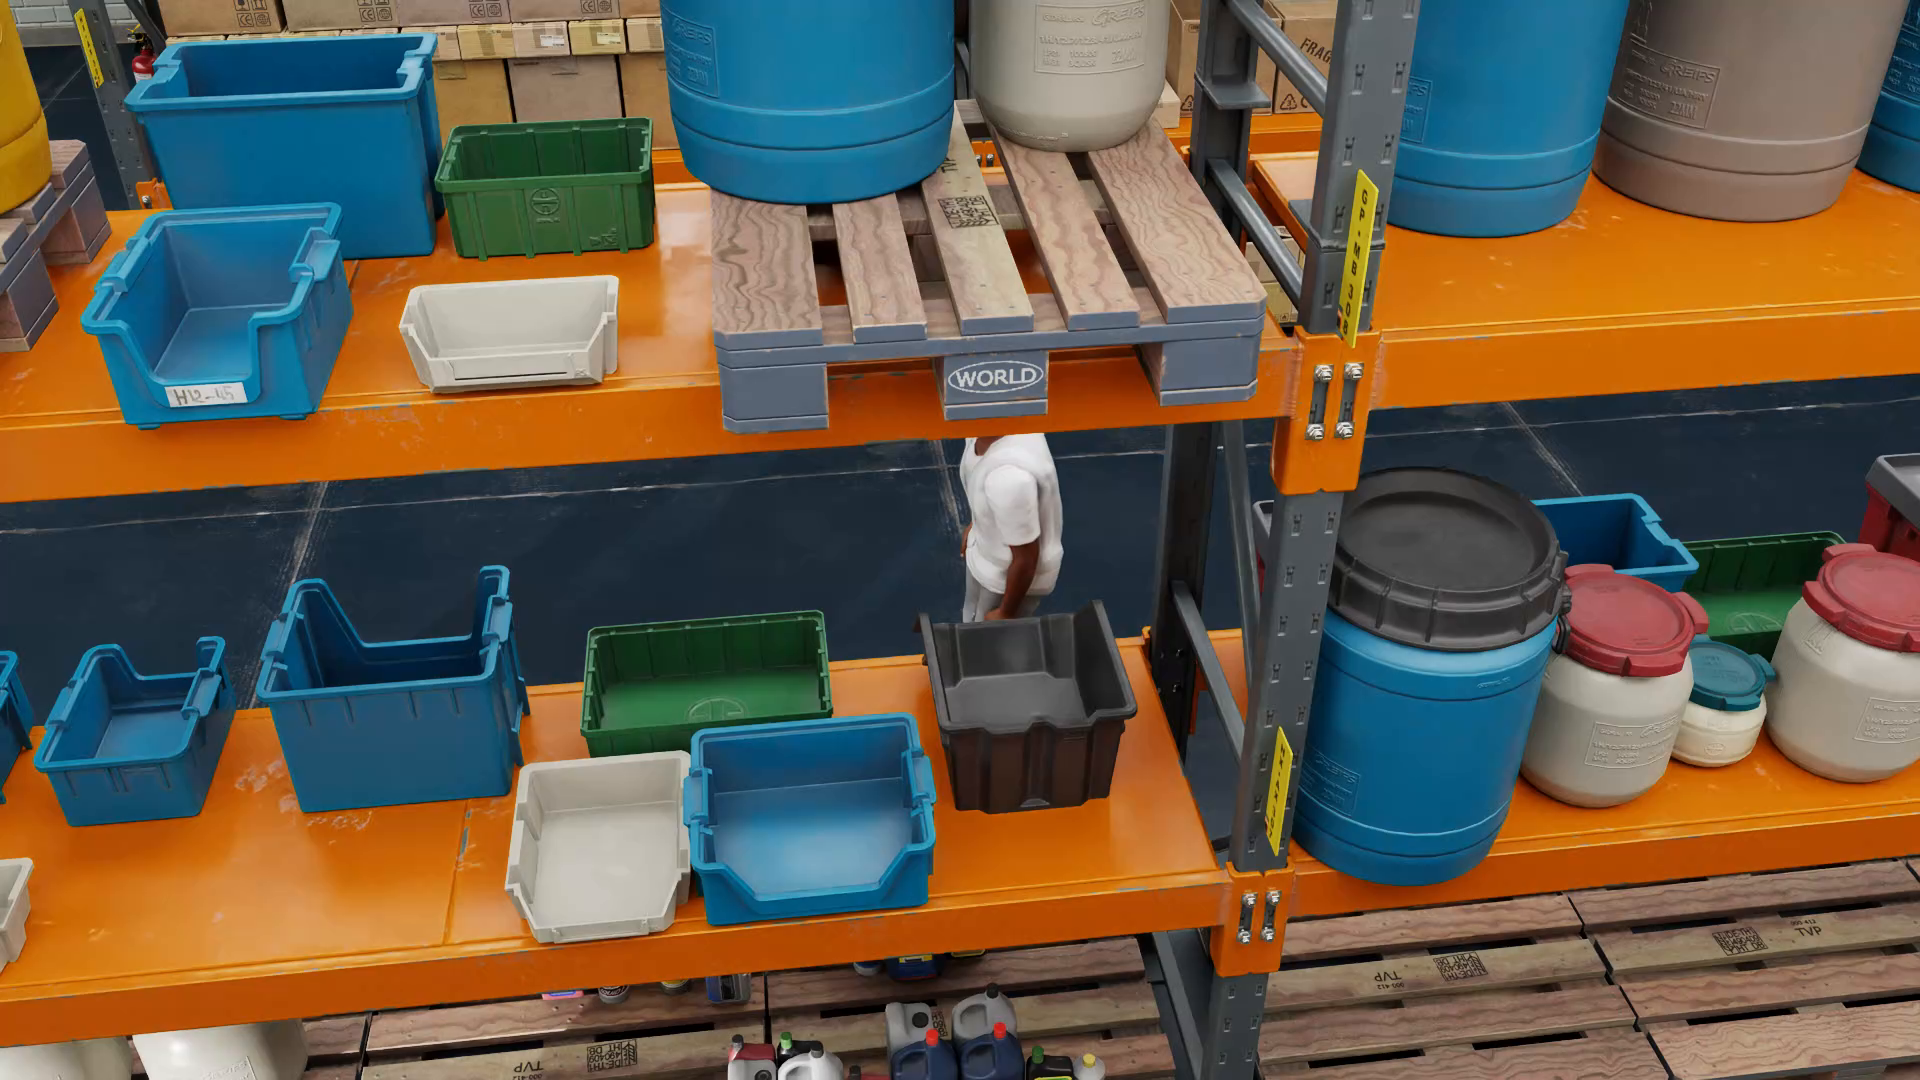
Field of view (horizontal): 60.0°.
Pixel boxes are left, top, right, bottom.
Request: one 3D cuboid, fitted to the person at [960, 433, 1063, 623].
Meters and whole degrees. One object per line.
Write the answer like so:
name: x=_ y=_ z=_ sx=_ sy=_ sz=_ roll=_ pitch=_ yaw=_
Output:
person: x=0.122 y=0.097 z=5.988 sx=0.462 sy=1.761 sz=0.629 roll=-5 pitch=35 yaw=-7
